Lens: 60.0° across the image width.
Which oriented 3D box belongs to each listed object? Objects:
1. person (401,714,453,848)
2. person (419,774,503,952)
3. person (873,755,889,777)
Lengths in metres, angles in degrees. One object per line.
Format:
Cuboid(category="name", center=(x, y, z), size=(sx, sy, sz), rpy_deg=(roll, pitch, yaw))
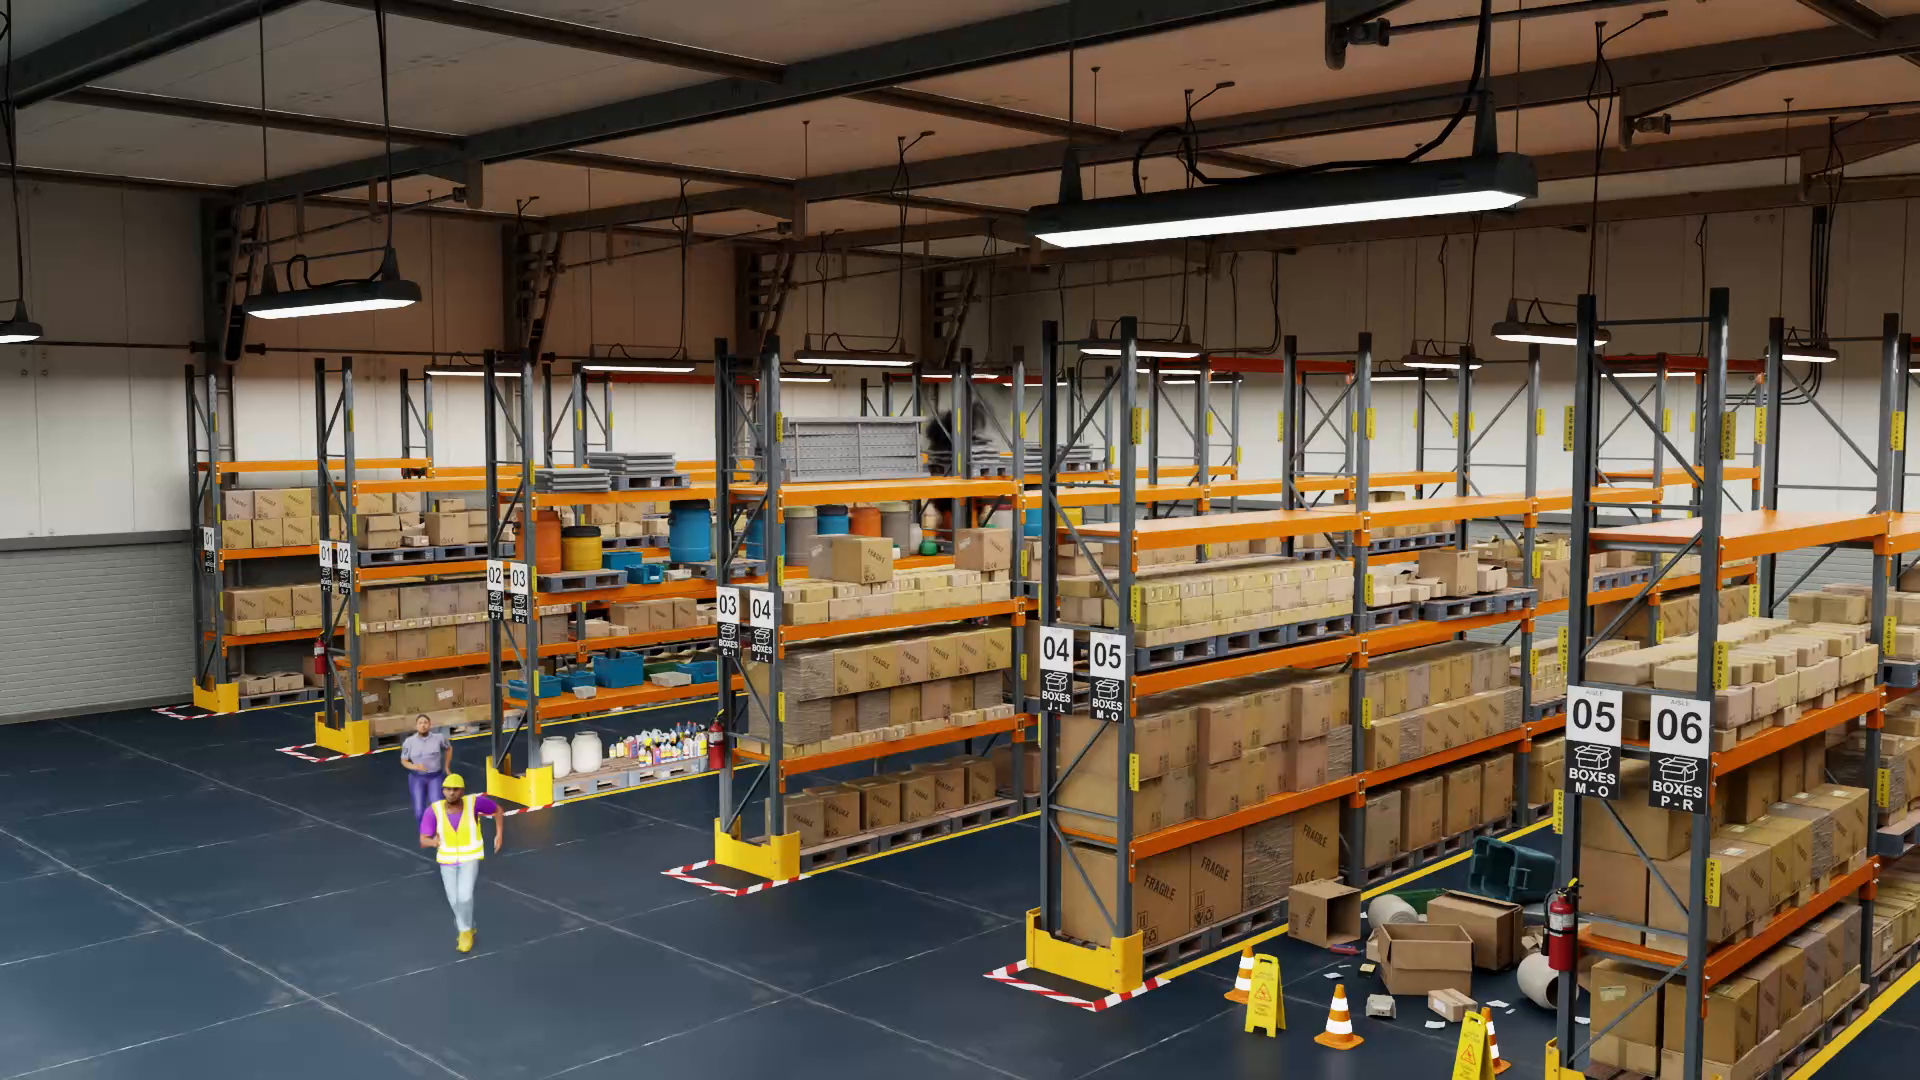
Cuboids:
Cuboid(category="person", center=(-6.279, 2.858, 19.589), size=(0.573, 1.598, 0.624), rpy_deg=(-1, 5, -14))
Cuboid(category="person", center=(-4.765, 3.066, 15.874), size=(0.736, 1.730, 0.791), rpy_deg=(-1, 4, -7))
Cuboid(category="person", center=(-1.187, 2.568, 23.423), size=(0.615, 1.649, 0.642), rpy_deg=(3, 5, 31))
